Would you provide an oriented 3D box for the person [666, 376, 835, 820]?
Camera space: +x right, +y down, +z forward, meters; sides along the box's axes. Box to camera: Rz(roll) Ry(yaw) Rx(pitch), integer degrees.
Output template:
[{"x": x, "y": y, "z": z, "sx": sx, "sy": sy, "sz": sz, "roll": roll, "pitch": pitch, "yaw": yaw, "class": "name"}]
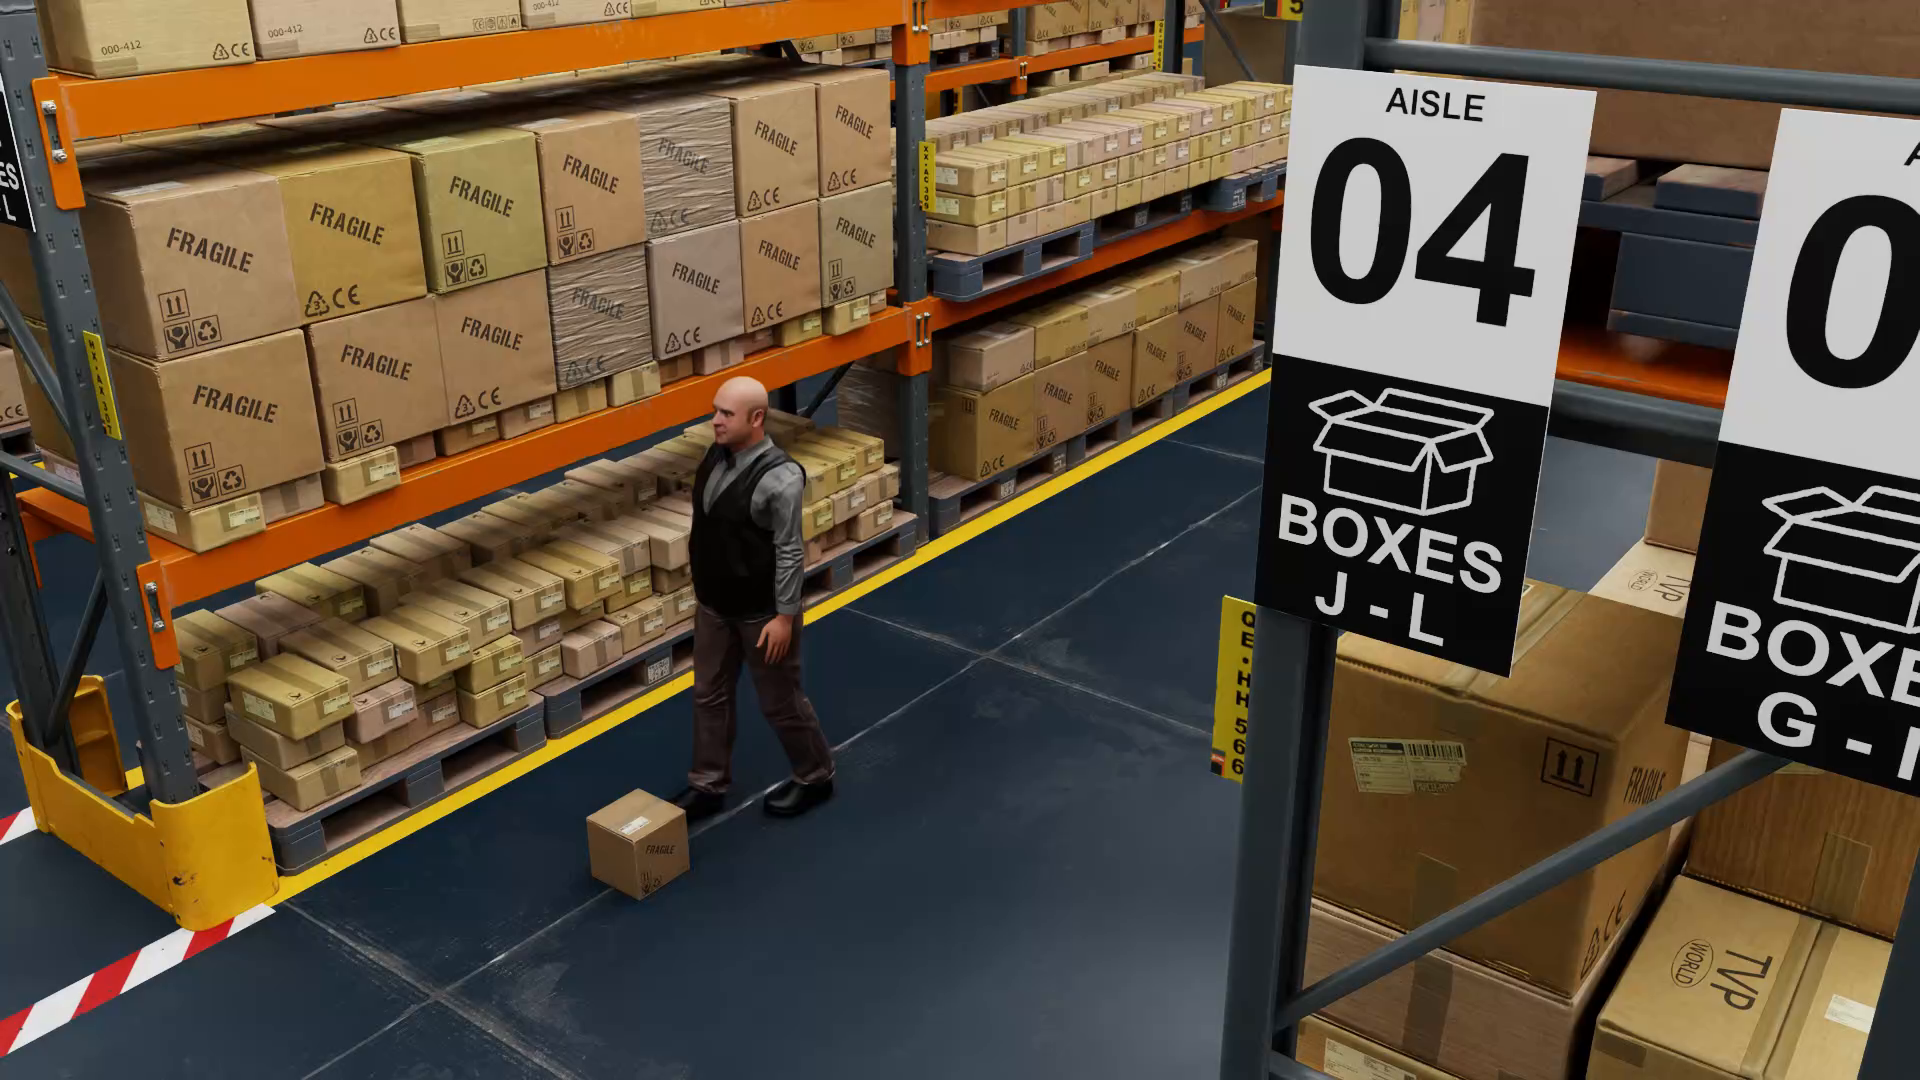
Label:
[{"x": -0.814, "y": 0.248, "z": 6.039, "sx": 0.673, "sy": 1.723, "sz": 0.552, "roll": -21, "pitch": 31, "yaw": -39, "class": "person"}]
